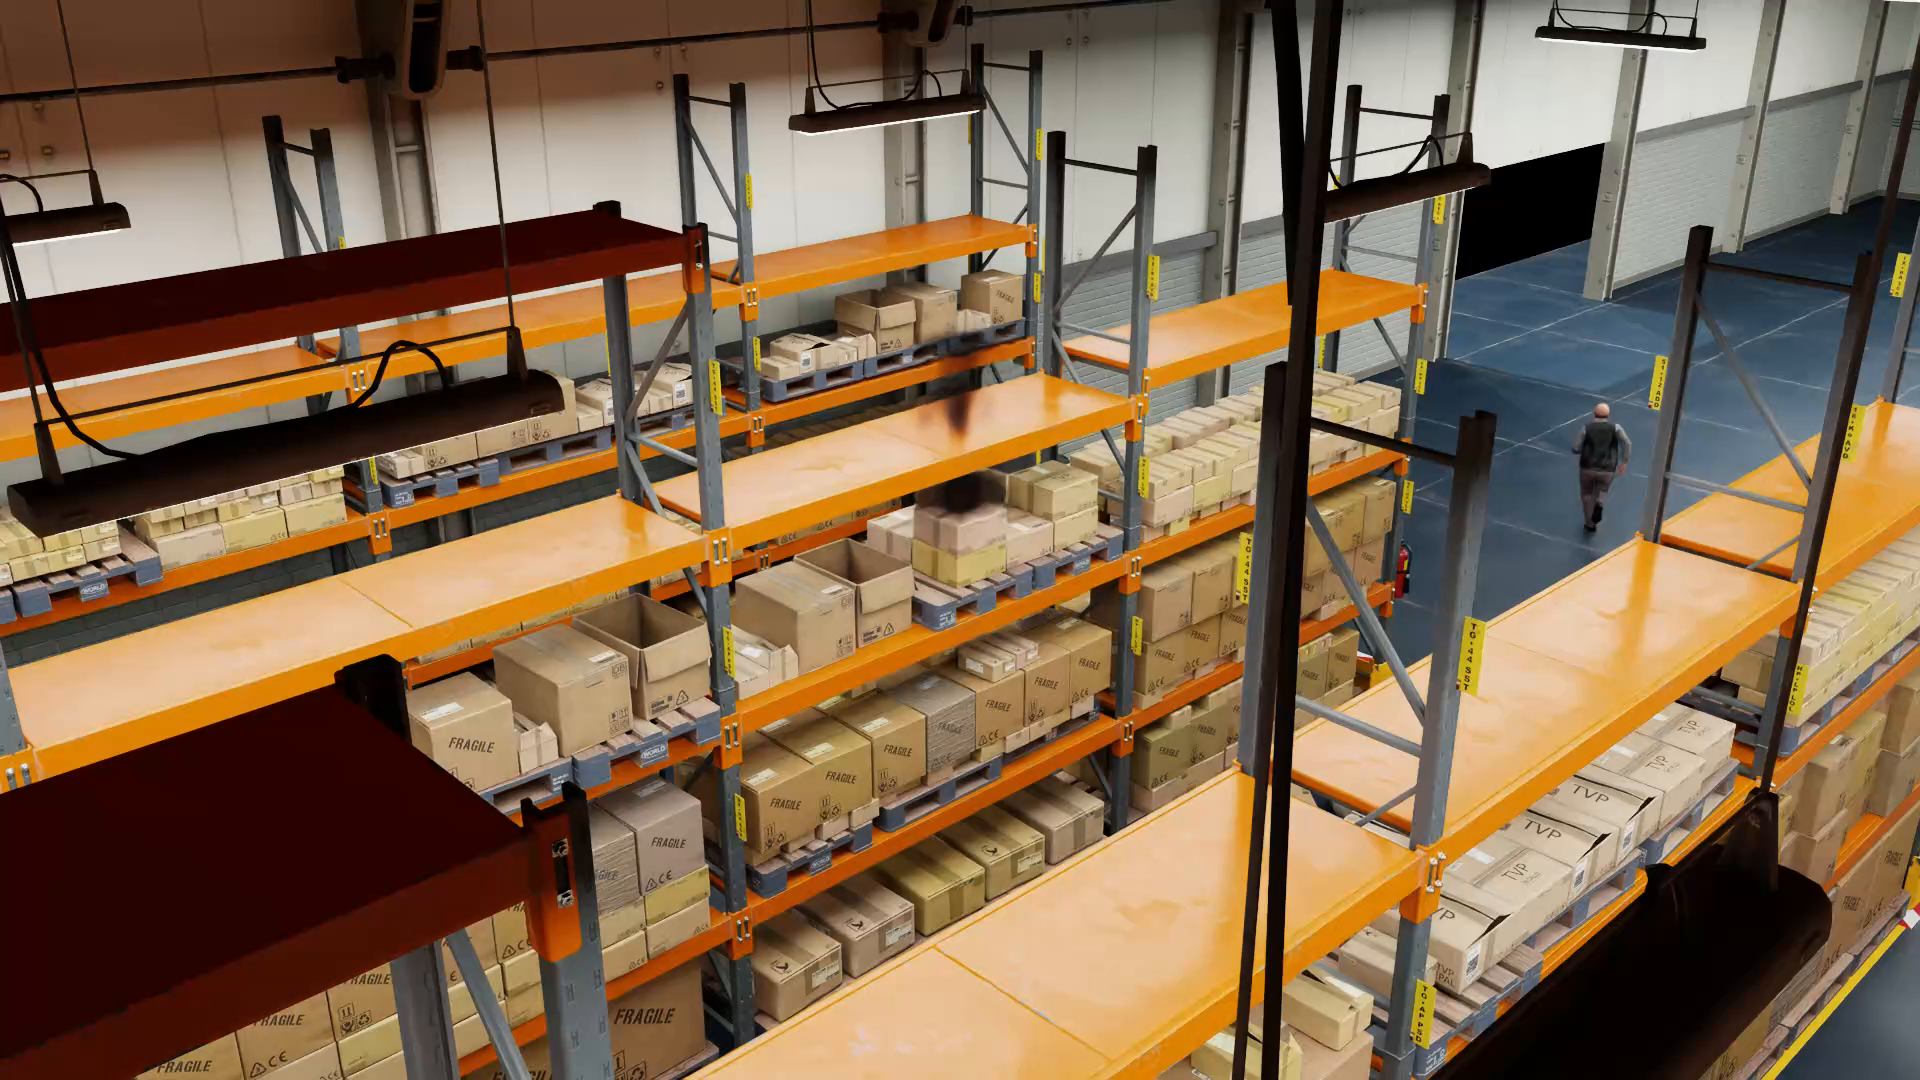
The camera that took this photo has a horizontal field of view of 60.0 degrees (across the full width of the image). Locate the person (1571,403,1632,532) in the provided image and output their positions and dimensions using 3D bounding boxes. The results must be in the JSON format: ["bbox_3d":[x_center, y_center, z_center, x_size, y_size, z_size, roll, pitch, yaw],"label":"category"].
[{"bbox_3d":[7.994,-0.880,20.850,0.692,1.679,0.688,6,23,14],"label":"person"}]
